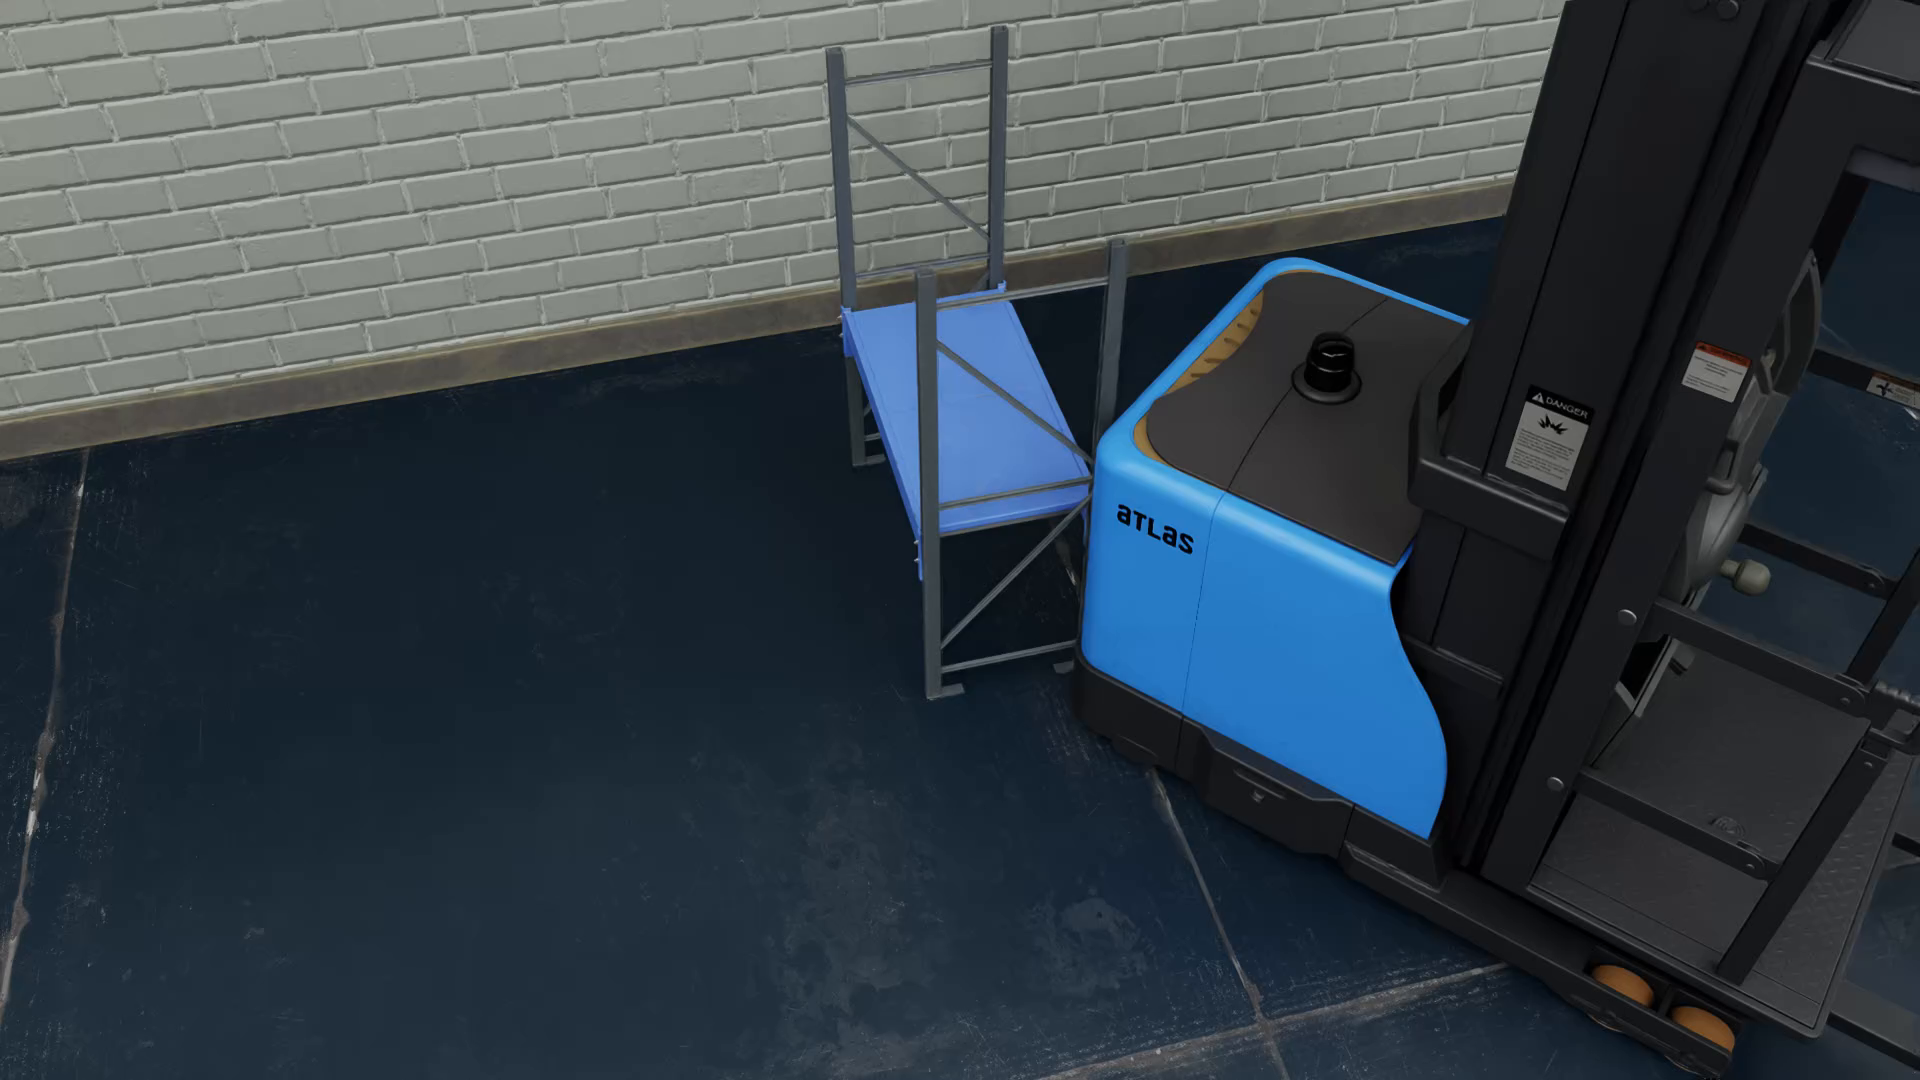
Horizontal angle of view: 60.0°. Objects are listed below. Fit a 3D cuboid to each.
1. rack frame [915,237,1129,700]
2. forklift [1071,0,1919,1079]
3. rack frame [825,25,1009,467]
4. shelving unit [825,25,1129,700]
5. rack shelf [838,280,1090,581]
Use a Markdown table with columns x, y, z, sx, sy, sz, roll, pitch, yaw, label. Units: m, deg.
| x | y | z | sx | sy | sz | roll | pitch | yaw | label |
| --- | --- | --- | --- | --- | --- | --- | --- | --- | --- |
| 0.143 | -0.119 | 4.316 | 0.500 | 1.500 | 0.032 | -11 | 47 | -10 | rack frame |
| 1.814 | -0.183 | 3.377 | 3.031 | 2.935 | 1.130 | 27 | 51 | 24 | forklift |
| -0.114 | -0.821 | 5.005 | 0.500 | 1.500 | 0.032 | -11 | 47 | -10 | rack frame |
| 0.015 | -0.470 | 4.660 | 0.538 | 1.500 | 1.048 | -11 | 47 | -10 | shelving unit |
| 0.015 | -0.344 | 4.789 | 0.538 | 0.185 | 1.000 | -11 | 47 | -10 | rack shelf |
